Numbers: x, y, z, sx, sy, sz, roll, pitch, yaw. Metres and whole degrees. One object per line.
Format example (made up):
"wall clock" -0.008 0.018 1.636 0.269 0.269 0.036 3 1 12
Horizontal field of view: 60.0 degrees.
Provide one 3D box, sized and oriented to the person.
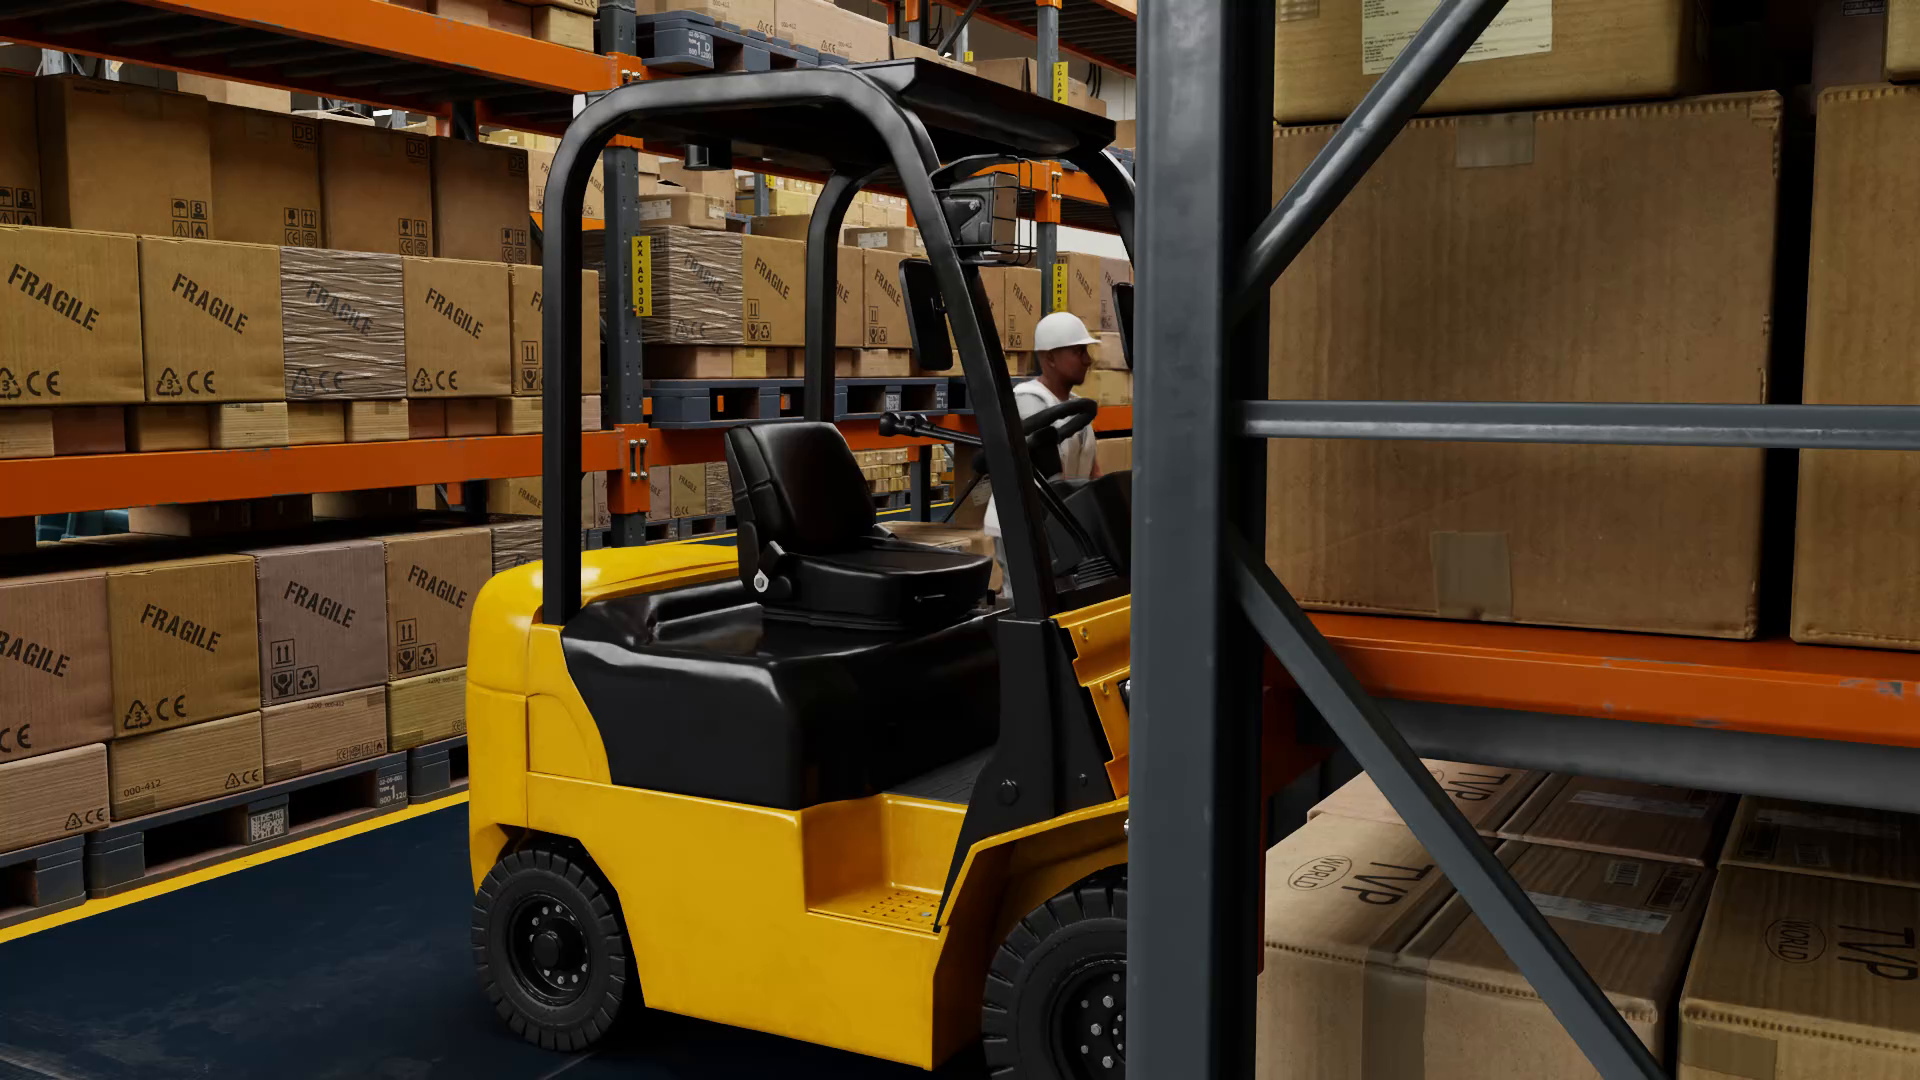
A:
"person" 0.406 -0.005 6.574 0.588 1.773 0.492 3 7 27
